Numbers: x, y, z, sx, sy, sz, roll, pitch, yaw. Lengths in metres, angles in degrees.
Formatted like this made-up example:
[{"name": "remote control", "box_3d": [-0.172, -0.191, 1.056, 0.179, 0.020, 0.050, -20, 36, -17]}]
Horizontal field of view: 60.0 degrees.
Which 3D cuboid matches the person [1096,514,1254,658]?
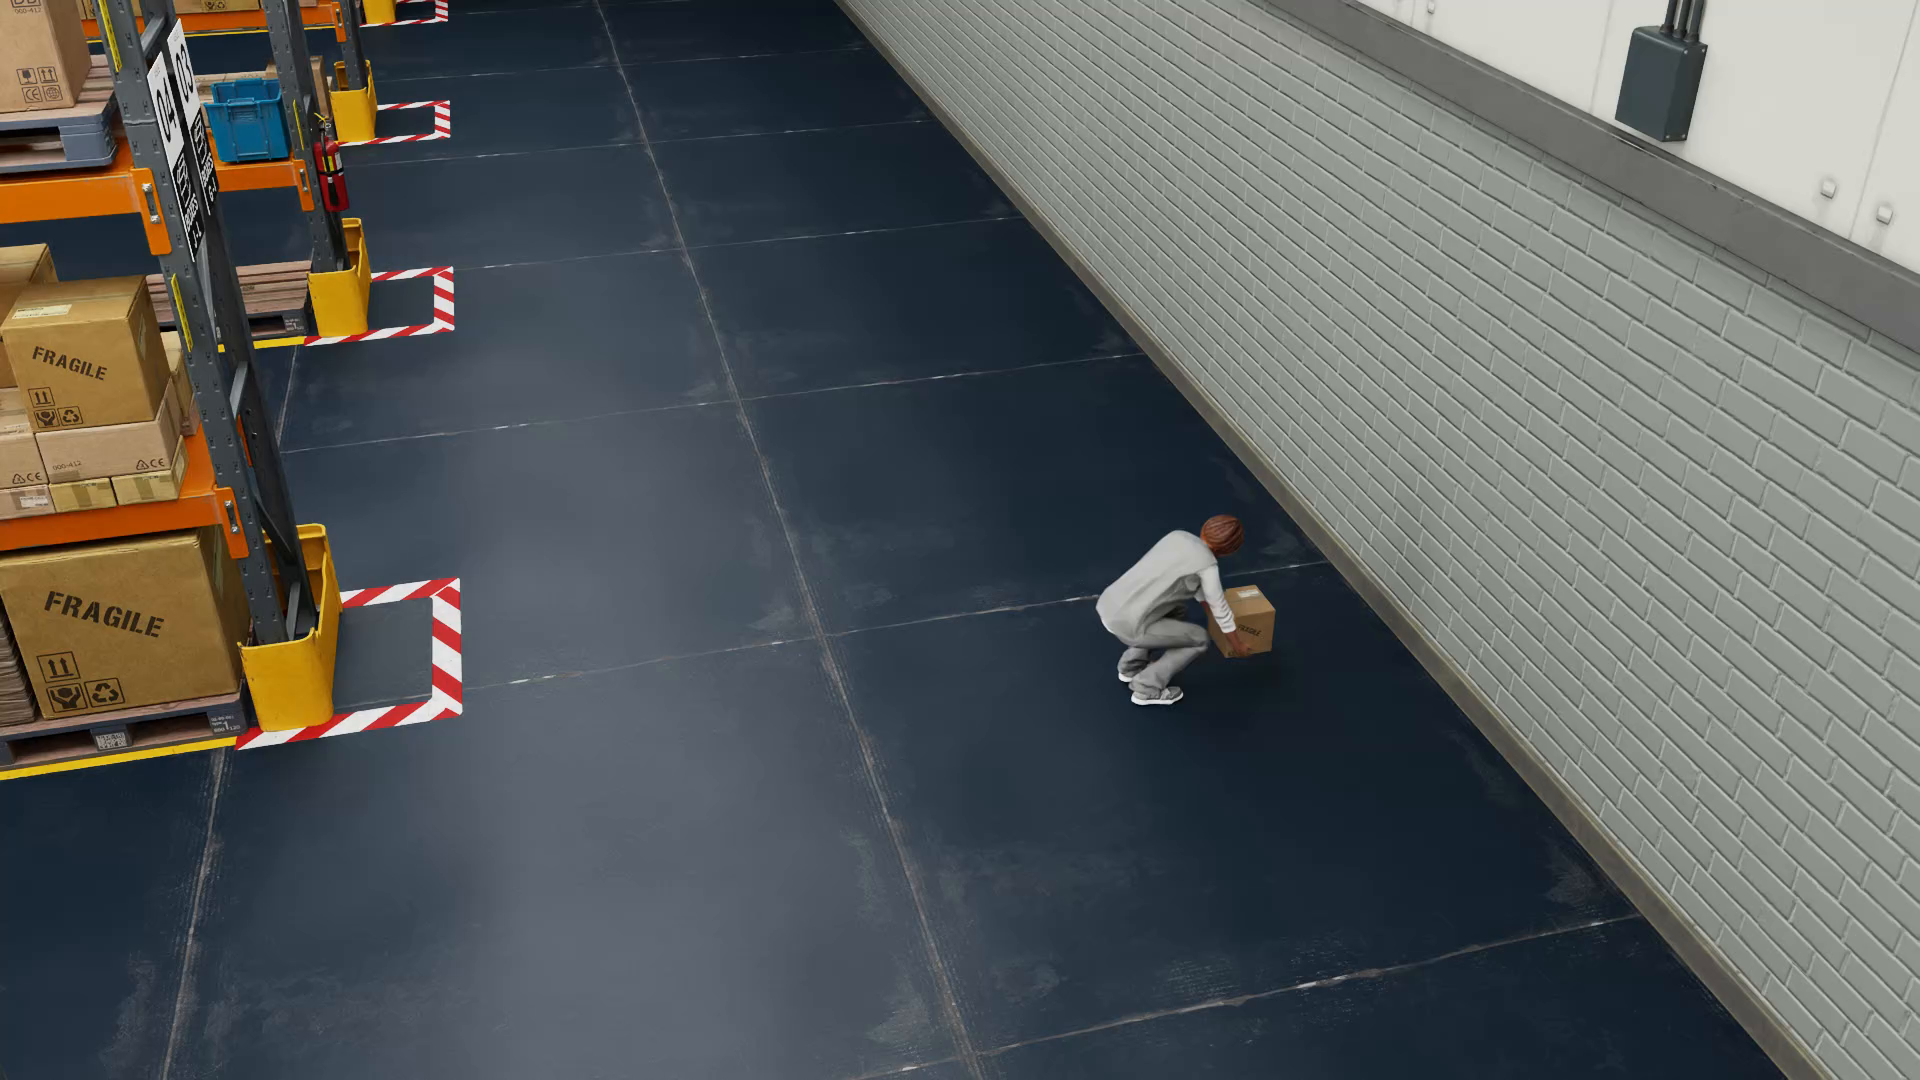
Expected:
[{"name": "person", "box_3d": [1.061, 0.268, 8.294, 0.801, 0.754, 0.428, -8, 32, -13]}]
